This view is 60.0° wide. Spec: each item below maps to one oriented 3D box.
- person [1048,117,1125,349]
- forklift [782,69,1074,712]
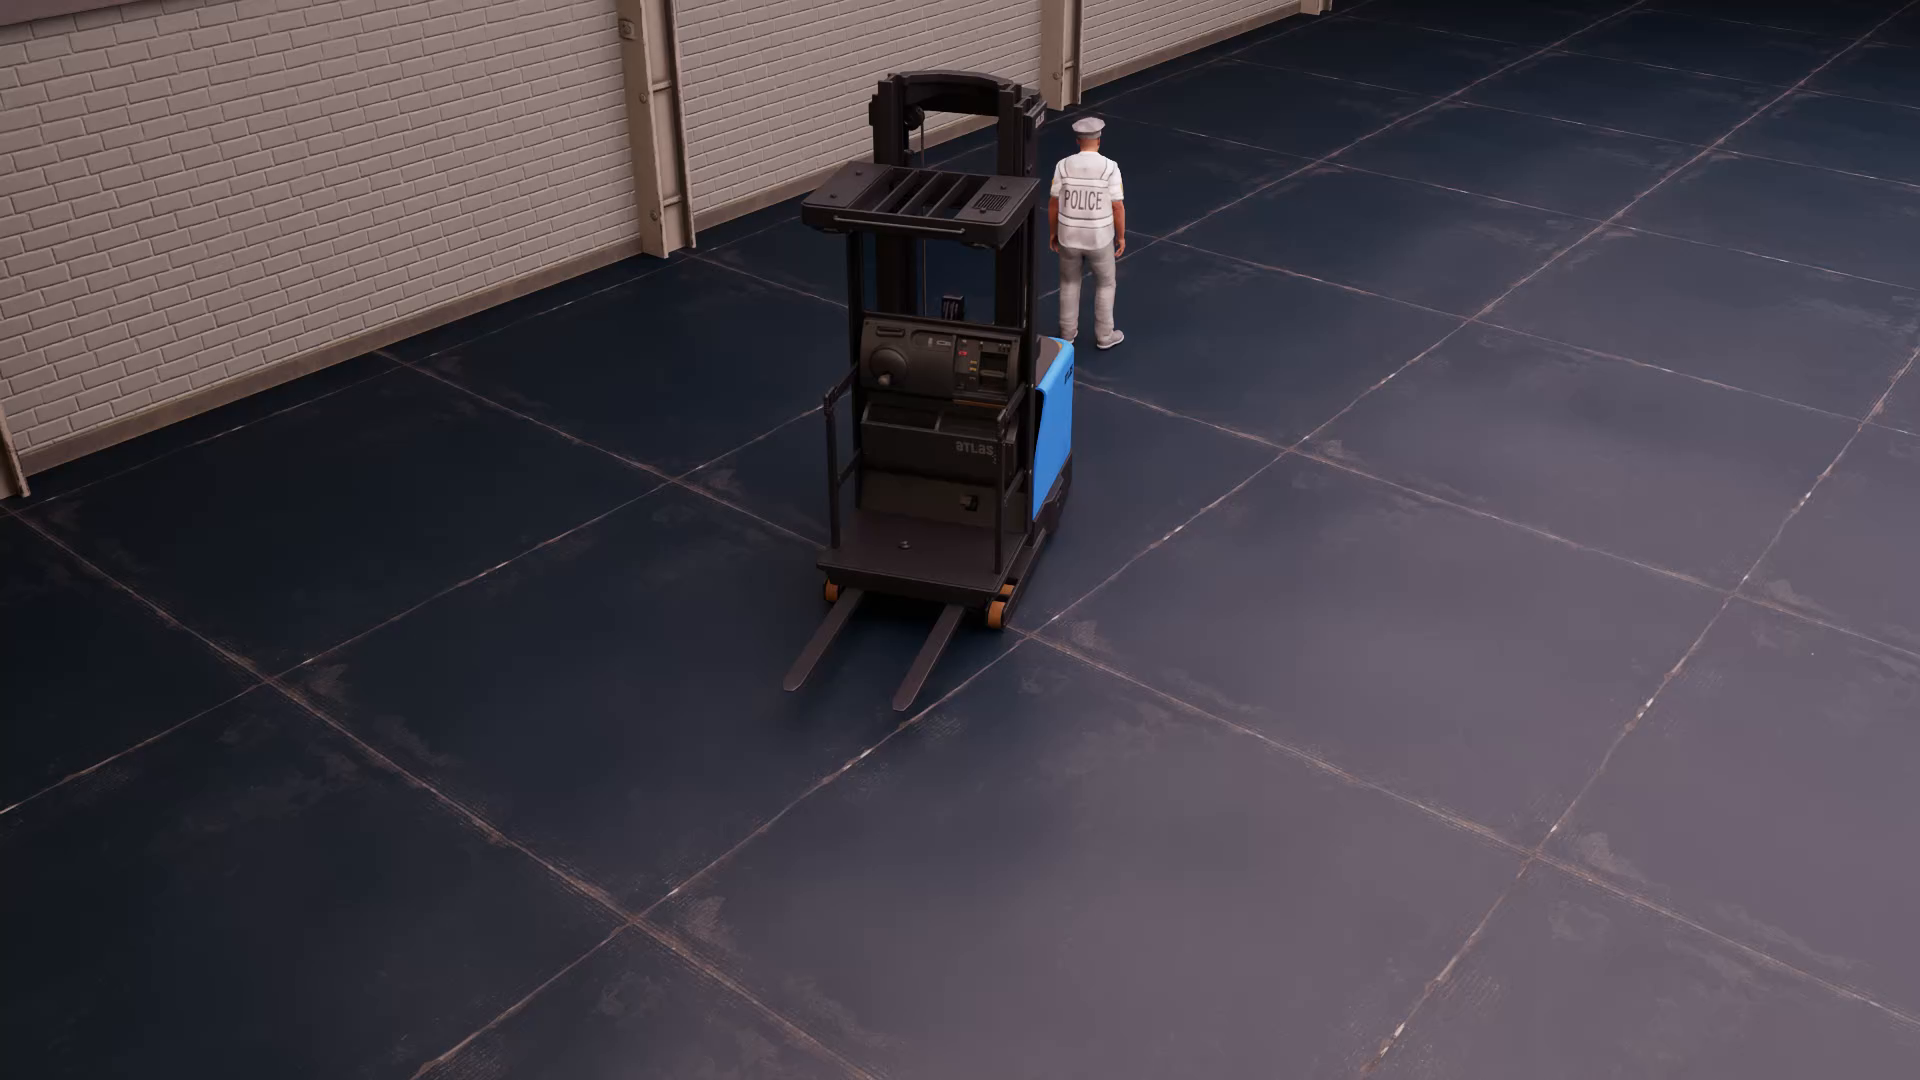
[{"bbox_3d":[0.972,-2.319,12.734,0.606,1.747,0.442,8,31,13],"label":"person"},{"bbox_3d":[-0.176,-0.972,9.258,1.130,2.935,3.031,9,31,14],"label":"forklift"}]
